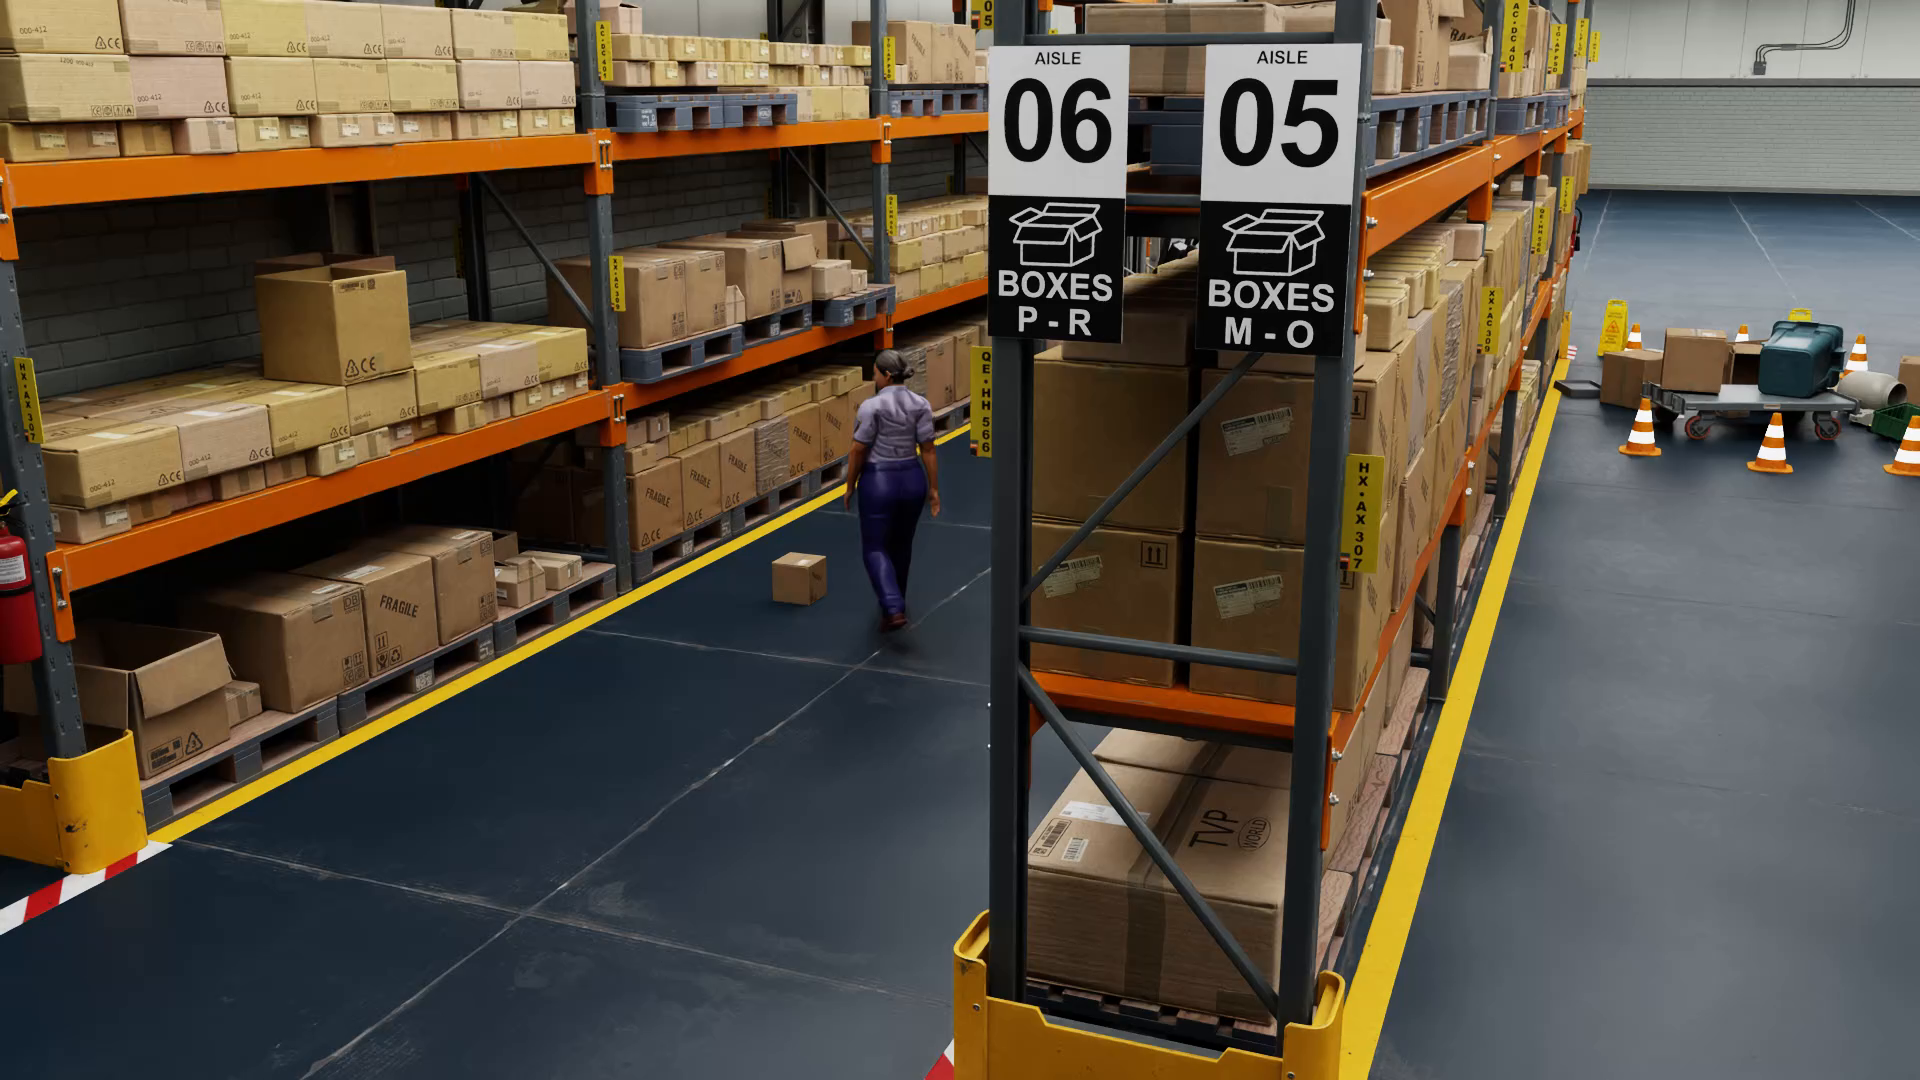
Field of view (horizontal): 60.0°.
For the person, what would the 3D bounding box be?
[{"bbox_3d":[-0.388,-0.288,9.576,0.531,1.619,0.889,-7,17,-24],"label":"person"}]
